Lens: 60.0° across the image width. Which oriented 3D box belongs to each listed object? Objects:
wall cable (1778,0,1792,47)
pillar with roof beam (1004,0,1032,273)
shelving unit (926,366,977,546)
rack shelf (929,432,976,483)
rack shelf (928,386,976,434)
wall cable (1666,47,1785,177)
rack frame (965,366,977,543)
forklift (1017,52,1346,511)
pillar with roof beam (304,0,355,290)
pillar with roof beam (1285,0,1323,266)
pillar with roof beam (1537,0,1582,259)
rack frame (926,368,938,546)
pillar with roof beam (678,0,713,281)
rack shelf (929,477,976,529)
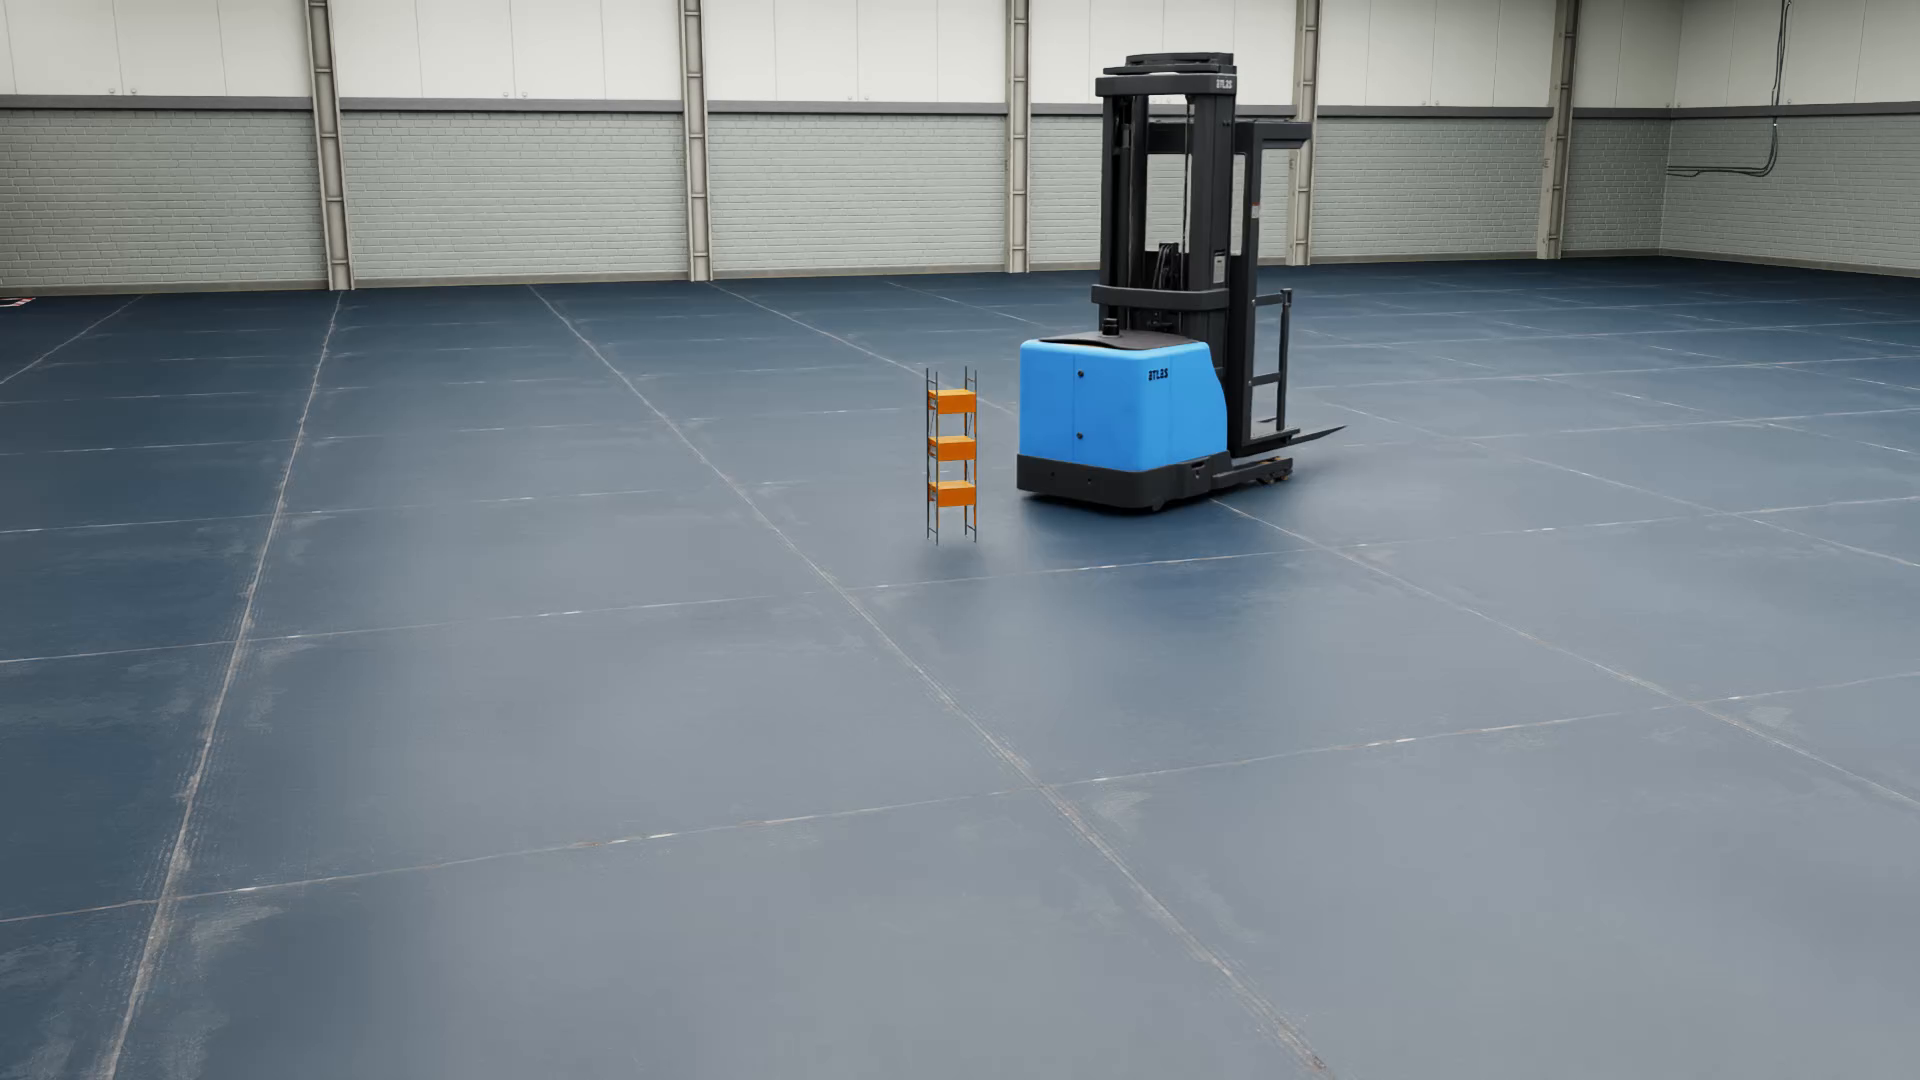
[{"bbox_3d":[16.521,-10.613,31.110,0.112,2.526,3.097,-4,14,-18],"label":"wall cable"},{"bbox_3d":[2.444,-8.502,26.442,0.400,9.000,9.100,-4,14,-18],"label":"pillar with roof beam"},{"bbox_3d":[-0.051,-0.507,10.005,0.252,1.050,0.215,-4,14,-18],"label":"shelving unit"},{"bbox_3d":[-0.051,-0.497,10.007,0.240,0.259,0.215,-4,14,-18],"label":"rack shelf"},{"bbox_3d":[-0.051,-0.773,9.941,0.240,0.259,0.215,-4,14,-18],"label":"rack shelf"},{"bbox_3d":[15.658,-8.749,34.189,0.112,2.526,3.097,-4,14,-18],"label":"wall cable"},{"bbox_3d":[0.065,-0.516,10.043,0.008,1.050,0.200,-4,14,-18],"label":"rack frame"},{"bbox_3d":[1.743,-1.890,11.753,1.130,2.935,3.031,12,18,40],"label":"forklift"},{"bbox_3d":[-8.929,-7.617,22.718,0.400,9.000,9.100,-4,14,-18],"label":"pillar with roof beam"},{"bbox_3d":[8.131,-8.945,28.303,0.400,9.000,9.100,-4,14,-18],"label":"pillar with roof beam"},{"bbox_3d":[13.817,-9.388,30.165,0.400,9.000,9.100,-4,14,-18],"label":"pillar with roof beam"},{"bbox_3d":[-0.166,-0.498,9.967,0.008,1.050,0.200,-4,14,-18],"label":"rack frame"},{"bbox_3d":[-3.243,-8.060,24.580,0.400,9.000,9.100,-4,14,-18],"label":"pillar with roof beam"},{"bbox_3d":[-0.051,-0.226,10.071,0.240,0.259,0.215,-4,14,-18],"label":"rack shelf"}]
